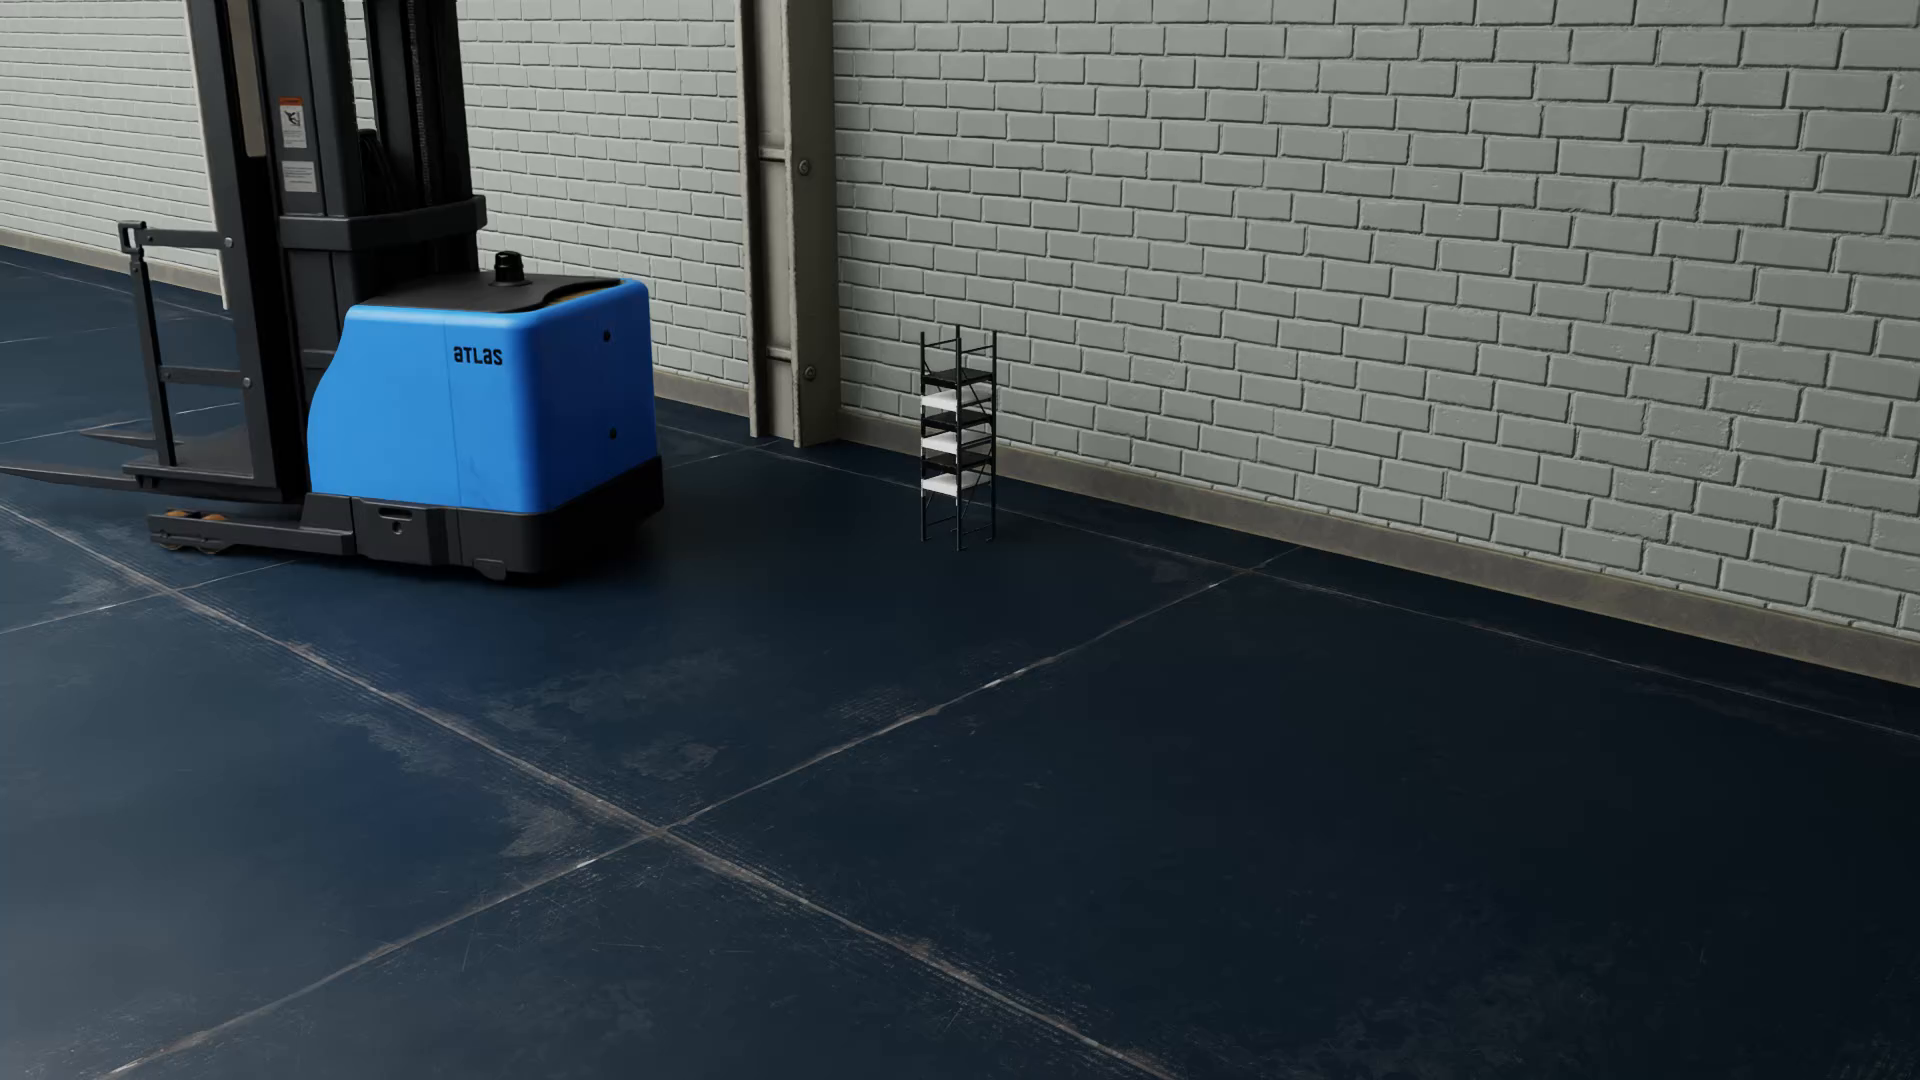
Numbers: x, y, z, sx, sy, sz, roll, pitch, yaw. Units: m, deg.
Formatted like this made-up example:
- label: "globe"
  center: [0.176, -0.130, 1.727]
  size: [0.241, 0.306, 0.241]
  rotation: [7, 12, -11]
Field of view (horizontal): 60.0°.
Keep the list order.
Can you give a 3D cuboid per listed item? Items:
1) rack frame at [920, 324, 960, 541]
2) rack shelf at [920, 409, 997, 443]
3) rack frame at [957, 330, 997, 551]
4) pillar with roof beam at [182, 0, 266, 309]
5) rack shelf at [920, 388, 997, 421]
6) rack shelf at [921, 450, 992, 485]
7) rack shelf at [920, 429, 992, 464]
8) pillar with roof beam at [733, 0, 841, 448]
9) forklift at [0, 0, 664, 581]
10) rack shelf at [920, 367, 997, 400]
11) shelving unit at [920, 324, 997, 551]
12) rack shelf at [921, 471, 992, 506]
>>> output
- label: "rack frame"
  center: [-0.082, -0.451, 7.045]
  size: [0.006, 0.900, 0.240]
  rotation: [15, 23, 39]
- label: "rack shelf"
  center: [-0.006, -0.485, 6.964]
  size: [0.200, 0.077, 0.258]
  rotation: [15, 23, 39]
- label: "rack frame"
  center: [0.070, -0.410, 6.916]
  size: [0.006, 0.900, 0.240]
  rotation: [15, 23, 39]
- label: "pillar with roof beam"
  center: [-8.217, -5.071, 8.215]
  size: [0.400, 9.000, 9.100]
  rotation: [15, 23, 39]
- label: "rack shelf"
  center: [-0.006, -0.570, 6.936]
  size: [0.200, 0.077, 0.258]
  rotation: [15, 23, 39]
- label: "rack shelf"
  center: [-0.006, -0.313, 7.018]
  size: [0.200, 0.077, 0.258]
  rotation: [15, 23, 39]
- label: "rack shelf"
  center: [-0.006, -0.399, 6.991]
  size: [0.200, 0.077, 0.258]
  rotation: [15, 23, 39]
- label: "pillar with roof beam"
  center: [-3.729, -3.867, 4.419]
  size: [0.400, 9.000, 9.100]
  rotation: [15, 23, 39]
- label: "forklift"
  center: [-2.880, -1.481, 6.932]
  size: [3.031, 2.935, 1.130]
  rotation: [6, 18, 17]
- label: "rack shelf"
  center: [-0.006, -0.656, 6.909]
  size: [0.200, 0.077, 0.258]
  rotation: [15, 23, 39]
- label: "shelving unit"
  center: [-0.006, -0.431, 6.981]
  size: [0.210, 0.900, 0.258]
  rotation: [15, 23, 39]
- label: "rack shelf"
  center: [-0.006, -0.227, 7.045]
  size: [0.200, 0.077, 0.258]
  rotation: [15, 23, 39]
